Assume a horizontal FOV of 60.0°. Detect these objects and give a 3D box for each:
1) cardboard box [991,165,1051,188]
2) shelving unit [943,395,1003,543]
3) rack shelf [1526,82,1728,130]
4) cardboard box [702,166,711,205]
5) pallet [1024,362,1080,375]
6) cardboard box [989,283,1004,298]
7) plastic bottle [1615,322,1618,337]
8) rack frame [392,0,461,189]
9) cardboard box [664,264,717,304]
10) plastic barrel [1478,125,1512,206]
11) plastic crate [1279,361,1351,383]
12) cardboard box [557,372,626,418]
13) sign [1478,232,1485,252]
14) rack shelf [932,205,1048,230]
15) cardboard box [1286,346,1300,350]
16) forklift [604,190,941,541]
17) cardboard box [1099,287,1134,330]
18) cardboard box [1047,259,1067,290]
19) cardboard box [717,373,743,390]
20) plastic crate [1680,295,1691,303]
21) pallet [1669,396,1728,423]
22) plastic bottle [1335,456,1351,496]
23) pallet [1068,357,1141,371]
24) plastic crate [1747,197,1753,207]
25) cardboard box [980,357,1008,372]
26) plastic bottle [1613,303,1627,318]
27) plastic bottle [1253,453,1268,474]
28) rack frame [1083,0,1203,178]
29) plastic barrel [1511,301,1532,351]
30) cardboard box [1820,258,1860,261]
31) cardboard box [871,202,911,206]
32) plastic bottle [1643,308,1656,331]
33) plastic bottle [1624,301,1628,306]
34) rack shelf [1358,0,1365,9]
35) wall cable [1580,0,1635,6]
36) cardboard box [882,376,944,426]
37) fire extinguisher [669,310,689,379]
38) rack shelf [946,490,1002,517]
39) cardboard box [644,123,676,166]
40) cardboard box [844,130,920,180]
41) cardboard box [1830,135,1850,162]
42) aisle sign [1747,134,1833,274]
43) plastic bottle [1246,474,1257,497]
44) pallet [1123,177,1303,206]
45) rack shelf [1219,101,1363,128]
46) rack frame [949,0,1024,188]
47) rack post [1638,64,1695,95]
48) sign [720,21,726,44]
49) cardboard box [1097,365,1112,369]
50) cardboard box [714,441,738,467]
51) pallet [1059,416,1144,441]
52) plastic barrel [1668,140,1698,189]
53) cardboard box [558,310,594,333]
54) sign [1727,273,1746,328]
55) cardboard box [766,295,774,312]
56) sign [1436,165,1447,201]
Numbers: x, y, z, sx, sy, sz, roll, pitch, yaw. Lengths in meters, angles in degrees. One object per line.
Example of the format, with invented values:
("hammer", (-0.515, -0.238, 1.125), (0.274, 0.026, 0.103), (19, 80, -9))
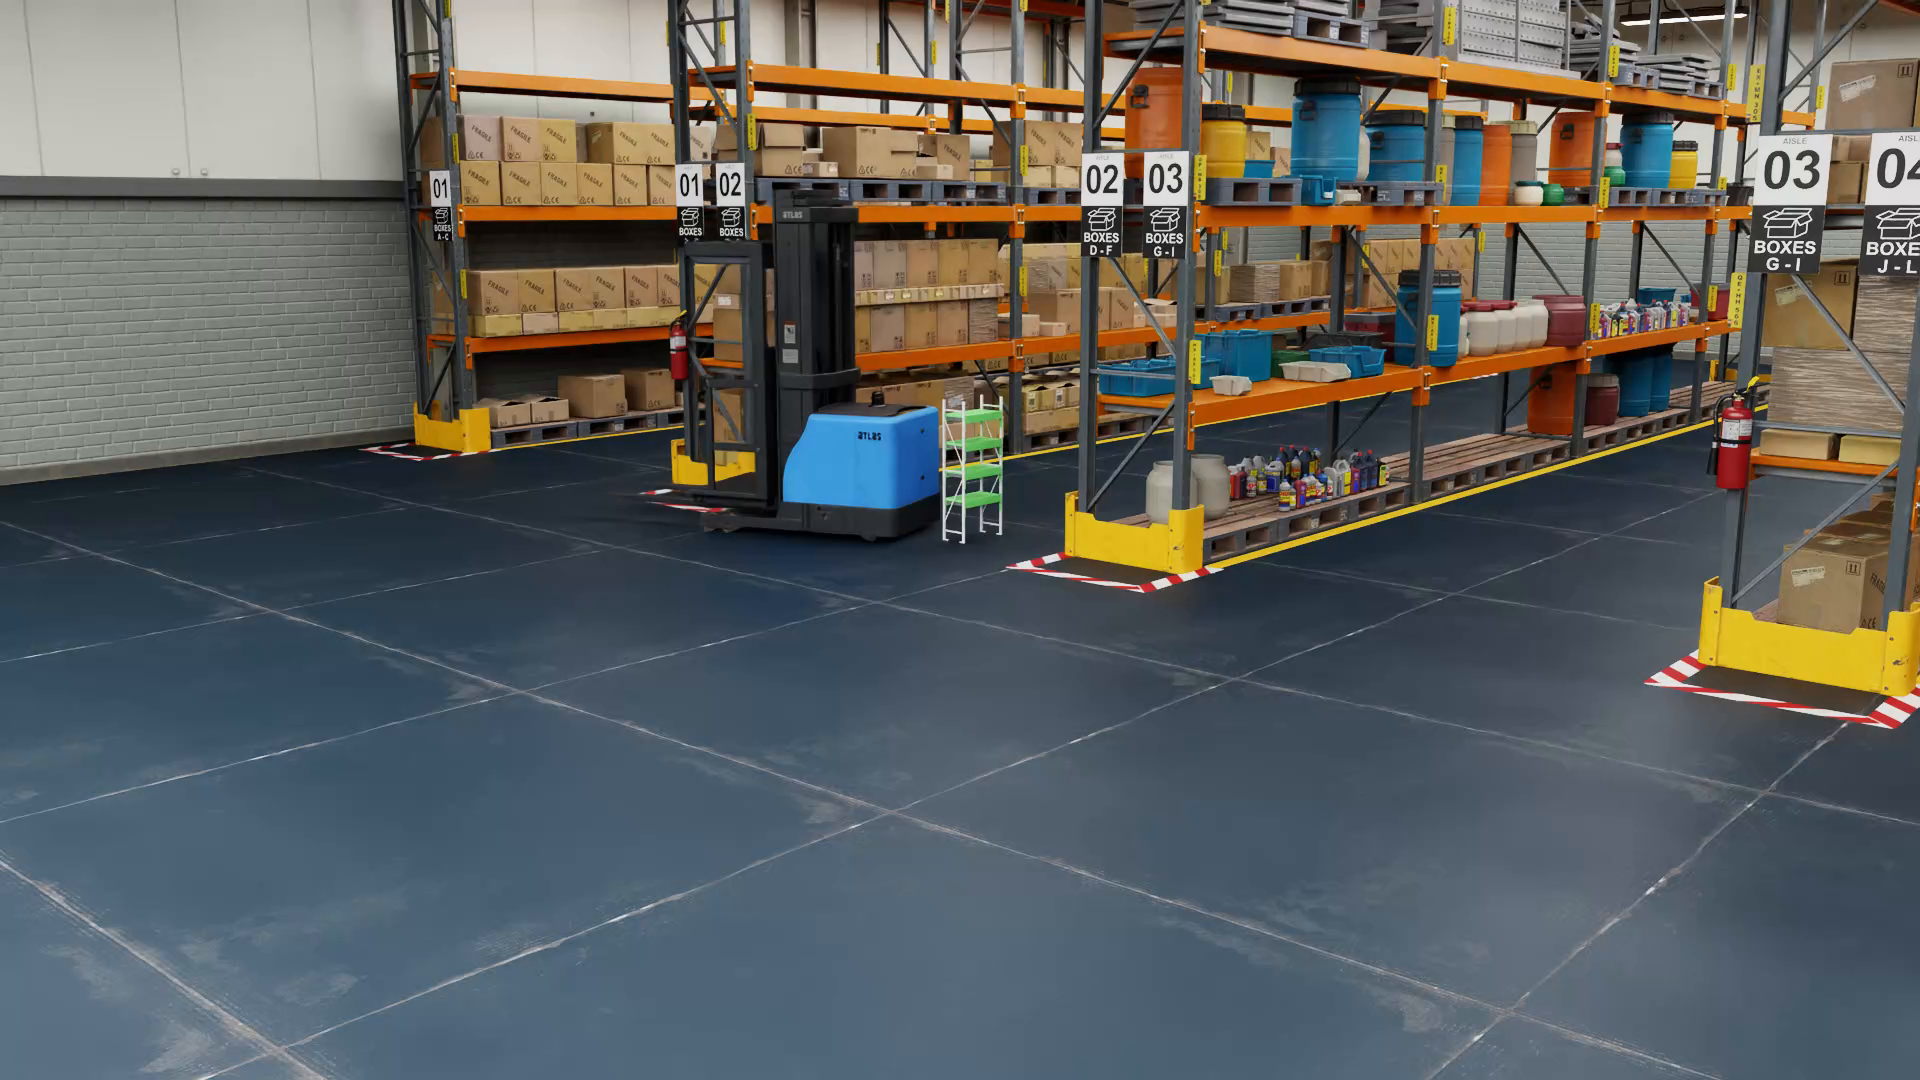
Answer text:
("cardboard box", (0.705, -4.208, 19.272), (0.500, 0.250, 0.500), (-10, 15, -42))
("shelving unit", (0.109, -0.613, 14.216), (0.258, 1.200, 0.503), (10, 15, 40))
("rack shelf", (7.970, -5.150, 19.877), (1.077, 0.370, 4.000), (10, 15, 40))
("cardboard box", (-3.582, -4.578, 21.509), (0.500, 0.500, 0.500), (10, 15, 42))
("pallet", (1.396, -2.841, 27.897), (1.003, 0.211, 1.213), (10, 15, 40))
("cardboard box", (0.273, -2.814, 18.732), (0.380, 0.149, 0.250), (10, 15, 40))
("plastic bottle", (7.669, -2.488, 19.517), (0.097, 0.201, 0.097), (0, 11, 0))
("rack frame", (-6.073, -5.508, 18.814), (1.000, 3.000, 0.127), (10, 15, 40))
("cardboard box", (-3.512, -3.349, 21.739), (0.500, 0.500, 0.500), (10, 15, 40))
("plastic barrel", (5.513, -3.955, 17.600), (0.600, 0.830, 0.708), (10, 15, 40))
("plastic crate", (3.128, -1.473, 14.601), (0.530, 0.136, 0.437), (10, 15, 40))
("cardboard box", (-4.650, -1.832, 20.983), (0.700, 0.500, 0.500), (9, 14, 37))
("sign", (8.616, -4.929, 27.465), (0.100, 0.325, 0.005), (10, 15, 40))
("rack shelf", (0.528, -5.156, 26.545), (1.077, 0.370, 4.000), (10, 15, 40))
("cardboard box", (5.070, -2.642, 25.040), (0.500, 0.500, 0.500), (9, 14, 38))
("forklift", (-1.738, -1.590, 14.691), (3.031, 2.935, 1.130), (5, 12, 22))
("cardboard box", (1.836, -2.903, 20.834), (0.500, 0.500, 0.500), (9, 14, 37))
("cardboard box", (1.404, -4.360, 27.315), (0.500, 0.500, 0.500), (10, 15, 41))
("cardboard box", (-2.959, -2.255, 23.103), (0.700, 0.500, 0.500), (10, 15, 42))
("plastic crate", (10.453, -3.355, 23.625), (0.416, 0.233, 0.300), (10, 15, 40))
("pallet", (9.747, -1.797, 22.668), (1.003, 0.211, 1.213), (10, 15, 40))
("plastic bottle", (3.461, -0.583, 15.111), (0.144, 0.351, 0.185), (10, 15, 40))
("pallet", (2.409, -3.066, 29.024), (1.003, 0.211, 1.213), (10, 15, 40))
("plastic crate", (10.753, -4.645, 22.824), (0.437, 0.136, 0.530), (10, 15, 40))
("cardboard box", (0.375, -3.114, 26.562), (0.750, 0.750, 0.750), (10, 15, 40))
("plastic bottle", (7.999, -2.687, 20.132), (0.144, 0.351, 0.185), (10, 15, 40))
("plastic bottle", (2.760, -0.635, 15.373), (0.144, 0.351, 0.185), (10, 15, 40))
("rack frame", (1.369, -4.227, 12.401), (1.000, 3.000, 0.127), (10, 15, 40))
("plastic barrel", (5.853, -2.276, 17.664), (0.421, 0.512, 0.421), (0, 11, 0))
("cardboard box", (5.925, -1.591, 10.949), (0.500, 0.500, 0.500), (10, 15, 40))
("cardboard box", (-1.064, -5.040, 24.303), (0.500, 0.311, 0.500), (10, 15, 40))
("plastic bottle", (8.457, -2.708, 20.430), (0.152, 0.276, 0.135), (10, 15, 40))
("plastic bottle", (8.728, -2.995, 21.846), (0.061, 0.283, 0.133), (10, 15, 40))
("rack shelf", (6.892, -8.205, 25.668), (1.077, 0.370, 4.000), (10, 15, 40))
("wall cable", (12.848, -11.083, 30.145), (3.097, 2.526, 0.112), (10, 15, 40))
("cardboard box", (-0.517, -1.498, 18.084), (0.500, 0.500, 0.500), (10, 15, 40))
("fire extinguisher", (-2.776, -1.931, 16.419), (0.296, 0.674, 0.183), (10, 15, 40))
("rack shelf", (0.109, -0.315, 14.275), (0.258, 0.148, 0.480), (10, 15, 40))
("cardboard box", (-3.915, -4.984, 20.987), (0.500, 0.500, 0.500), (11, 16, 43))
("cardboard box", (-0.890, -4.085, 17.654), (0.637, 0.503, 0.797), (-10, 15, -41))
("cardboard box", (5.039, -2.319, 9.871), (0.380, 0.149, 0.250), (10, 15, 40))
("aisle sign", (4.824, -1.950, 9.676), (0.394, 0.787, 0.004), (10, 15, 40))
("plastic bottle", (2.637, -0.496, 15.059), (0.097, 0.201, 0.097), (0, 11, 0))
("pallet", (1.989, -2.773, 13.259), (1.003, 0.211, 1.213), (10, 15, 40))
("rack shelf", (4.252, -5.791, 23.086), (1.077, 0.370, 4.000), (10, 15, 40))
("rack frame", (0.291, -5.457, 18.557), (1.000, 3.000, 0.127), (10, 15, 40))
("rack post", (8.050, -5.433, 19.716), (0.954, 0.300, 0.937), (-10, 15, -41))
("sign", (-3.037, -6.521, 21.297), (0.100, 0.325, 0.005), (10, 15, 40))
("cardboard box", (2.025, -2.119, 21.676), (0.500, 0.311, 0.500), (9, 15, 39))
("cardboard box", (-2.217, -0.901, 17.012), (0.500, 0.250, 0.500), (10, 15, 40))
("pallet", (1.554, -1.441, 20.888), (1.003, 0.211, 1.213), (10, 15, 40))
("plastic barrel", (8.841, -4.660, 20.671), (0.600, 0.588, 0.600), (0, 11, 0))
("cardboard box", (-4.839, -2.686, 20.331), (0.500, 0.250, 0.500), (9, 15, 39))
("sign", (4.686, -1.443, 10.012), (0.100, 0.325, 0.005), (10, 15, 40))
("cardboard box", (-1.928, -2.323, 16.274), (0.380, 0.149, 0.250), (10, 15, 40))
("sign", (4.416, -3.277, 15.276), (0.100, 0.325, 0.005), (10, 15, 40))
